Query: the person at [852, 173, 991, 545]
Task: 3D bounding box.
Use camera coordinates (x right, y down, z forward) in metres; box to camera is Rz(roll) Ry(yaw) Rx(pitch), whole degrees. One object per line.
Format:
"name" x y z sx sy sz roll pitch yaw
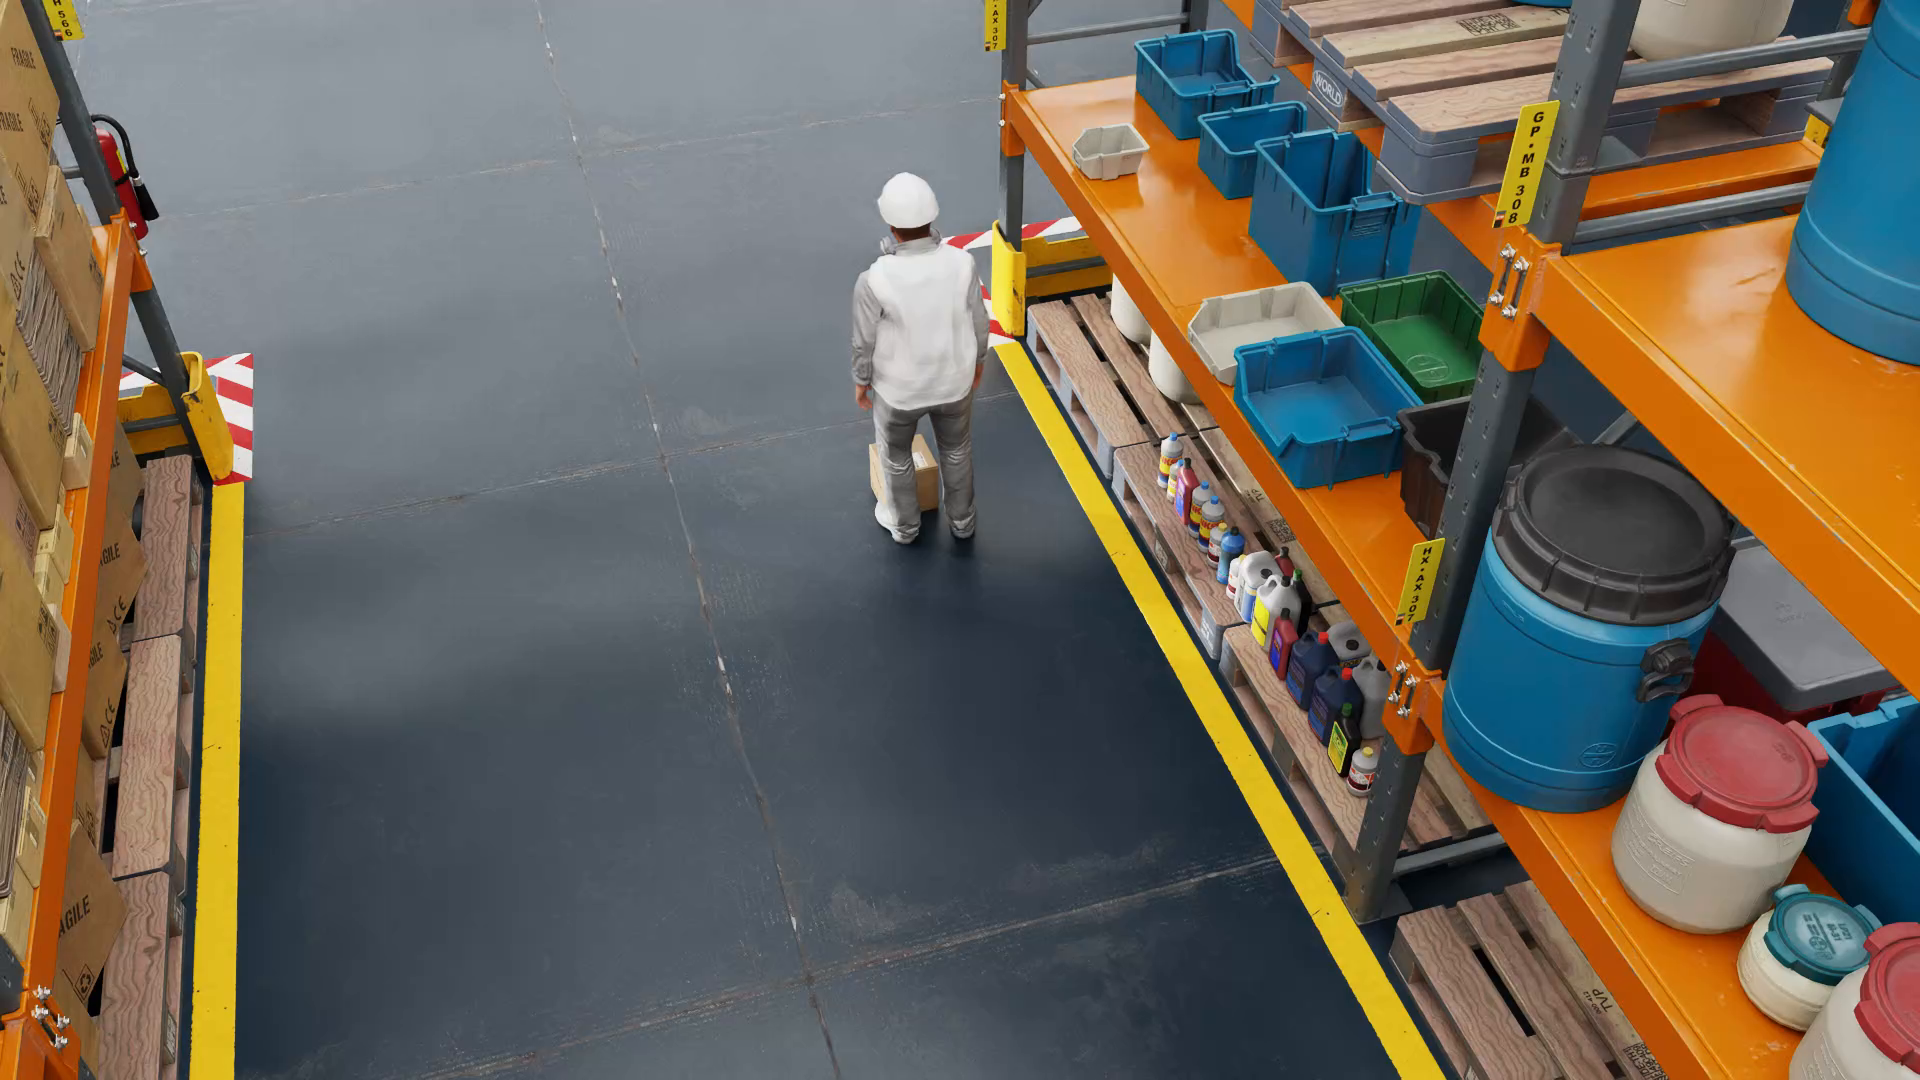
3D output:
"person" -0.164 -0.694 6.912 0.580 1.771 0.465 -12 43 -13
